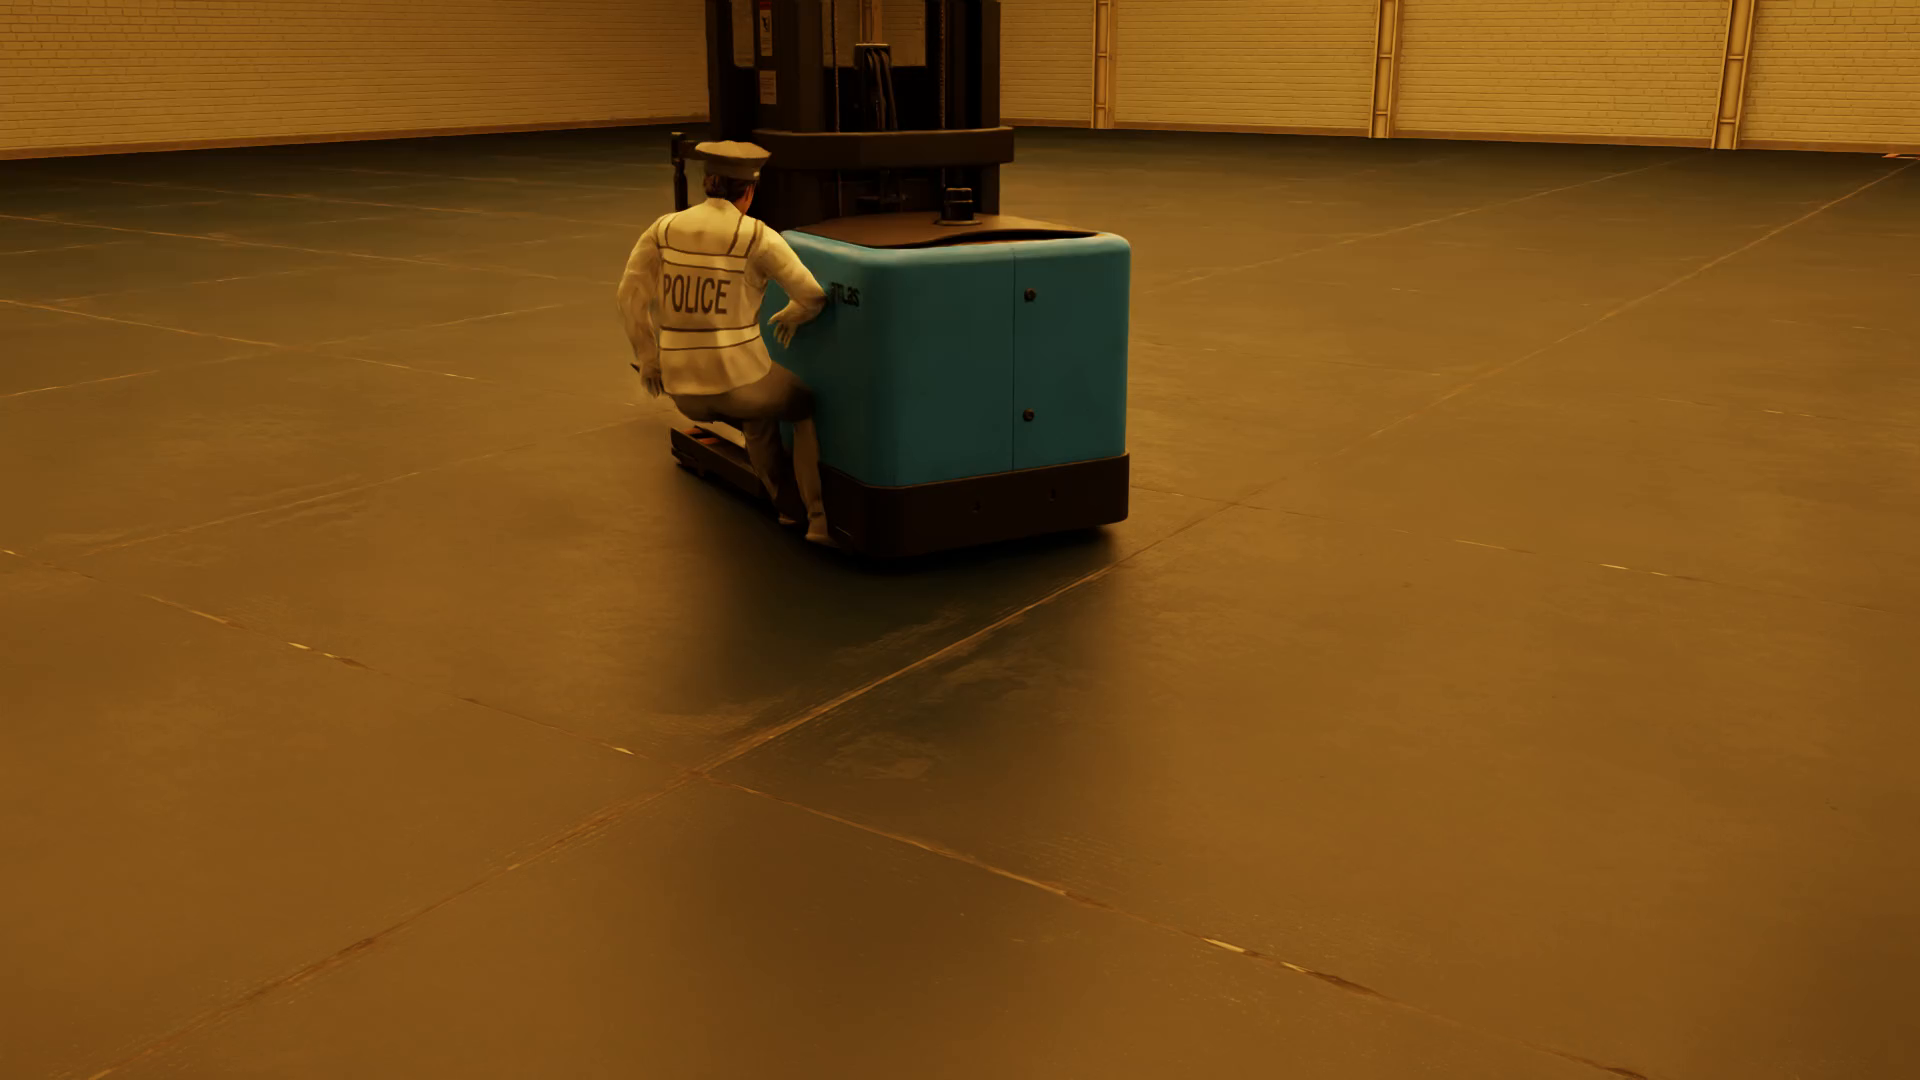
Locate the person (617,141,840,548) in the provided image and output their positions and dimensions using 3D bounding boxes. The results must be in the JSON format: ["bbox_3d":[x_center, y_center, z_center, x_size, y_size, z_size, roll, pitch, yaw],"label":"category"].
[{"bbox_3d":[-0.709,-0.638,5.754,0.738,1.465,0.857,5,17,16],"label":"person"}]

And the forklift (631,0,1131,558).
[{"bbox_3d":[-0.555,-1.716,6.570,1.130,2.935,3.031,-9,19,-28],"label":"forklift"}]
